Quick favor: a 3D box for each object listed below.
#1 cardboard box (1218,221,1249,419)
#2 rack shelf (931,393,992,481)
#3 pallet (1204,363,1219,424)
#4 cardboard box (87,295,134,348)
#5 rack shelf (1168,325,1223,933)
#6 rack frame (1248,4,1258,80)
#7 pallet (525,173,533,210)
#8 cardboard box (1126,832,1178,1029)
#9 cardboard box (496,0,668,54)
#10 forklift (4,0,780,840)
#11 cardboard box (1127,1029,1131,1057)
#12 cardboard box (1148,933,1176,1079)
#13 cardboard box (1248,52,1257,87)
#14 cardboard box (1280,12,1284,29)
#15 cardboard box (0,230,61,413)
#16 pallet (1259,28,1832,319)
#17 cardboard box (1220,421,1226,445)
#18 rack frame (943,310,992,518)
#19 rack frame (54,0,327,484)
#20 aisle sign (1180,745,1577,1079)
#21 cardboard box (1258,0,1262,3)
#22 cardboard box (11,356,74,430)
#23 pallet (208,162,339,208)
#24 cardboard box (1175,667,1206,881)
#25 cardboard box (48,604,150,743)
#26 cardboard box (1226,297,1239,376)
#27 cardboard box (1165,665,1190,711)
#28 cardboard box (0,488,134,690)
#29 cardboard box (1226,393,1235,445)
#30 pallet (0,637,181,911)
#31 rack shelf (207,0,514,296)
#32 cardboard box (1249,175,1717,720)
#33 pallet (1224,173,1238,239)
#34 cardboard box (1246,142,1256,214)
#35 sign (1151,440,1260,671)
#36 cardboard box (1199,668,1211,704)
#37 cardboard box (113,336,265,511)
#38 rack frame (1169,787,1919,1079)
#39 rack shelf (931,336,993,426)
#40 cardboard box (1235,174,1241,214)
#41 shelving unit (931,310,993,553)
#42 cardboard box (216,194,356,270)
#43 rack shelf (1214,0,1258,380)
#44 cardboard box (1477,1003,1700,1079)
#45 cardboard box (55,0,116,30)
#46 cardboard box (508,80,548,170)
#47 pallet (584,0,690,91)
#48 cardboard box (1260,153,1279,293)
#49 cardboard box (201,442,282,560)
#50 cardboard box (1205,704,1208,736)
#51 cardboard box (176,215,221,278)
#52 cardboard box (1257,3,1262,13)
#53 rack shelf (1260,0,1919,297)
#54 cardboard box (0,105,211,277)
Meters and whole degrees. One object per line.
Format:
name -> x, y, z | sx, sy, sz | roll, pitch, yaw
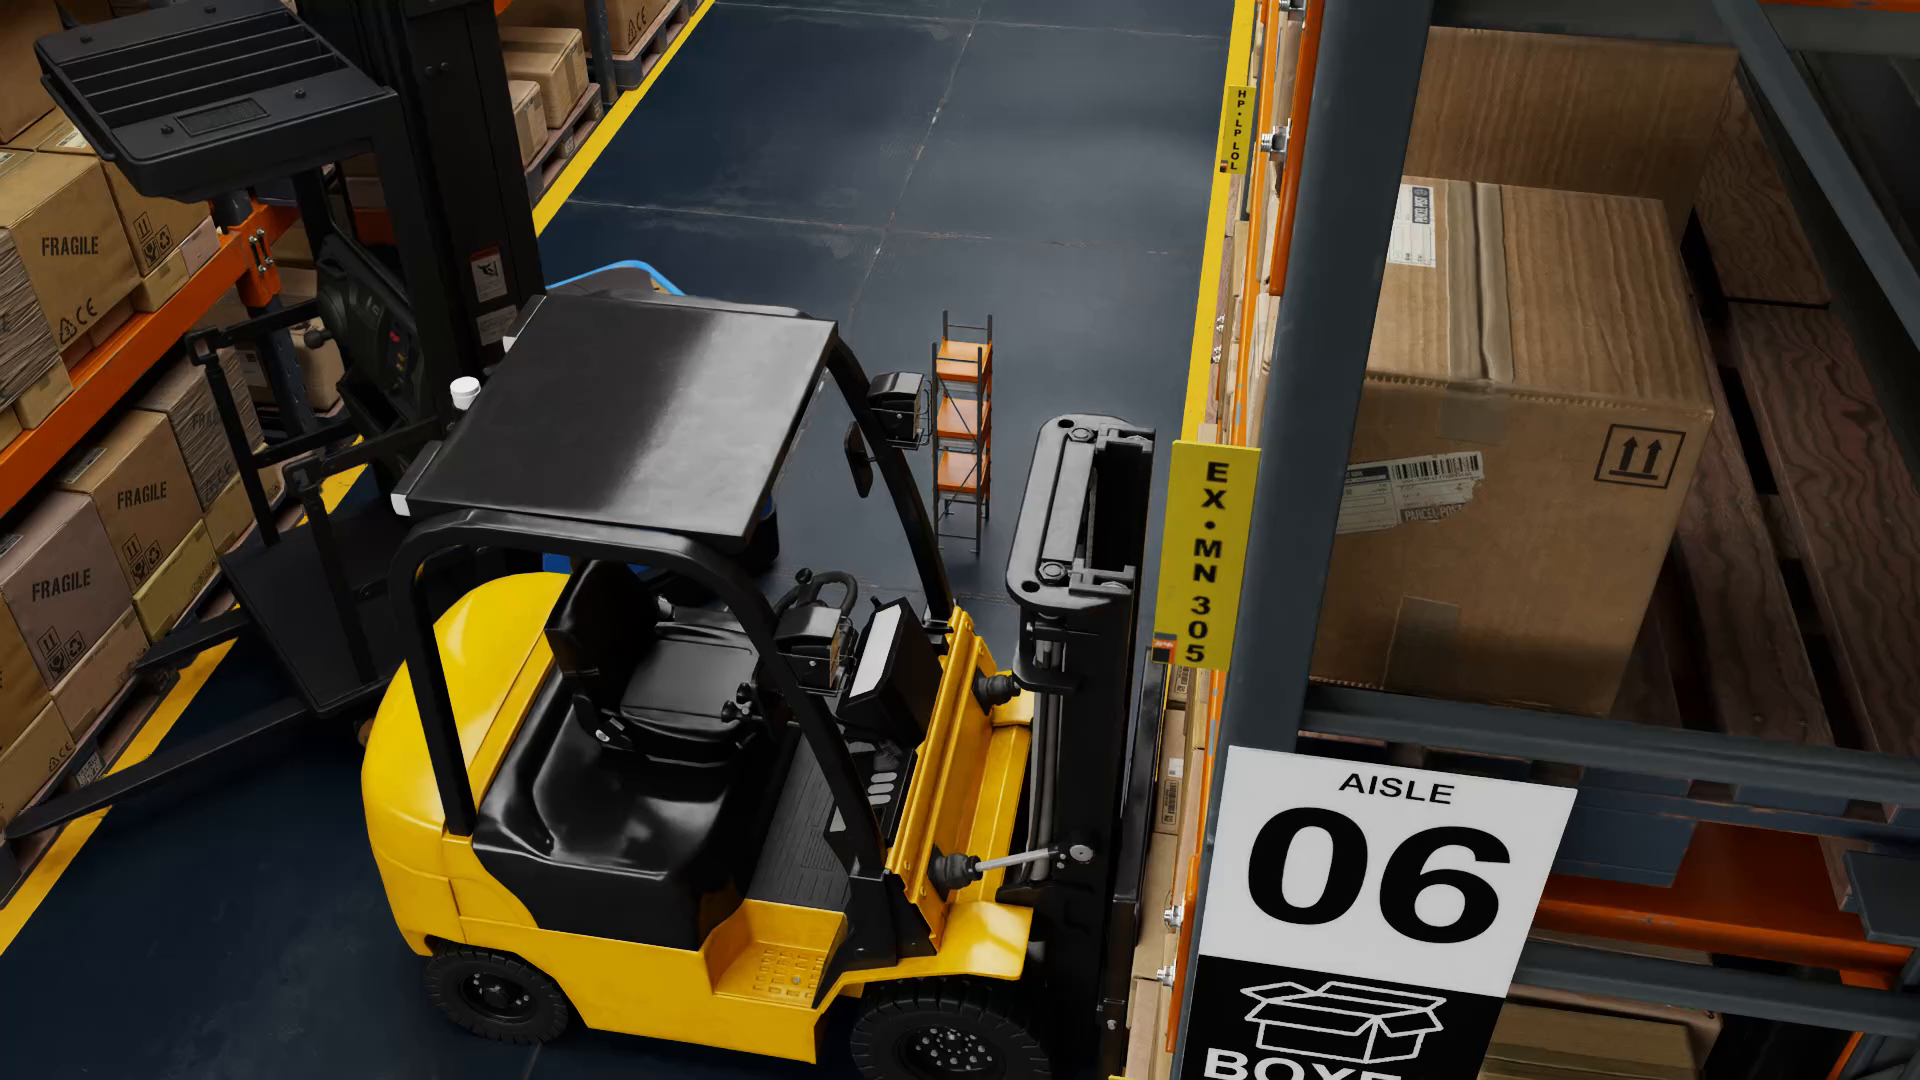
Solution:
cardboard box -> 1.168, -0.739, 5.712 | 0.500, 0.500, 0.500 | 5, 40, 6
rack shelf -> 0.009, -0.430, 6.963 | 0.215, 0.259, 0.240 | 6, 40, 8
pallet -> 1.591, -0.342, 7.498 | 1.003, 0.211, 1.213 | 6, 40, 8
cardboard box -> -3.301, -0.851, 6.122 | 0.380, 0.149, 0.250 | 7, 40, 8
rack shelf -> 1.156, 0.582, 4.757 | 1.077, 0.370, 4.000 | 6, 40, 8
rack frame -> 2.194, -3.461, 9.082 | 1.000, 3.000, 0.127 | 6, 40, 8
pallet -> -3.046, -1.677, 9.113 | 1.003, 0.211, 1.213 | 6, 40, 8
cardboard box -> 0.742, 1.110, 4.597 | 0.500, 0.250, 0.500 | 7, 40, 8
cardboard box -> -2.494, -3.773, 10.797 | 0.875, 0.875, 0.875 | 6, 40, 7
forklift -> -2.245, -0.693, 5.788 | 3.031, 2.935, 1.130 | -26, 46, -28
cardboard box -> 0.752, 1.285, 4.777 | 0.500, 0.250, 0.500 | 6, 40, 7
cardboard box -> 0.636, 1.184, 3.386 | 0.500, 0.500, 0.500 | 6, 40, 7
cardboard box -> 1.417, -1.745, 6.732 | 0.500, 0.250, 0.500 | 5, 40, 7
cardboard box -> 0.946, -1.357, 3.881 | 0.396, 0.266, 0.258 | 6, 40, 7
cardboard box -> -3.387, -0.692, 5.421 | 0.500, 0.500, 0.500 | 7, 40, 9
pallet -> 1.166, -0.771, 3.544 | 1.003, 0.211, 1.213 | 6, 40, 8
cardboard box -> 1.007, -0.093, 4.930 | 0.500, 0.500, 0.500 | 6, 40, 7
rack frame -> 0.030, -0.515, 7.049 | 0.200, 1.050, 0.008 | 6, 40, 8
rack frame -> -3.388, -1.495, 6.705 | 1.000, 3.000, 0.127 | 6, 40, 8
aisle sign -> 0.509, 0.567, 2.170 | 0.394, 0.787, 0.004 | 6, 40, 8
cardboard box -> 1.504, -2.458, 7.281 | 0.380, 0.149, 0.250 | 5, 40, 6
cardboard box -> -3.316, -0.525, 5.728 | 0.380, 0.149, 0.250 | 6, 40, 7
pallet -> -3.112, -1.885, 7.327 | 1.003, 0.211, 1.213 | 6, 40, 8
cardboard box -> 0.823, 0.537, 4.168 | 0.500, 0.500, 0.500 | 6, 40, 7
cardboard box -> -3.400, 0.457, 6.171 | 0.500, 0.250, 0.500 | 7, 40, 8
cardboard box -> 1.011, -0.592, 5.024 | 0.380, 0.149, 0.250 | 7, 40, 9
cardboard box -> 0.936, 0.464, 5.378 | 0.500, 0.250, 0.500 | 8, 40, 9
cardboard box -> -3.399, 0.154, 5.949 | 0.500, 0.500, 0.500 | 8, 40, 10
cardboard box -> 0.938, -0.268, 4.632 | 0.380, 0.149, 0.250 | 5, 40, 6
pallet -> -3.678, 0.773, 6.150 | 1.003, 0.211, 1.213 | 6, 40, 8
rack shelf -> -3.042, -2.473, 8.452 | 1.077, 0.370, 4.000 | 6, 40, 8
cardboard box -> 0.646, -0.140, 2.224 | 0.500, 0.500, 0.500 | 8, 40, 9
pallet -> 2.013, -1.874, 9.351 | 1.003, 0.211, 1.213 | 6, 40, 8
cardboard box -> 1.154, -1.186, 5.510 | 0.380, 0.149, 0.250 | 7, 40, 9
sign -> 0.278, 0.025, 1.879 | 0.100, 0.325, 0.005 | 6, 40, 8
cardboard box -> 0.747, 0.260, 3.761 | 0.380, 0.149, 0.250 | 7, 40, 9
cardboard box -> -3.226, -0.486, 6.723 | 0.500, 0.500, 0.500 | 6, 40, 7
rack frame -> 0.810, 1.560, 3.009 | 1.000, 3.000, 0.127 | 6, 40, 8
rack shelf -> 0.009, -0.649, 6.782 | 0.215, 0.259, 0.240 | 6, 40, 8
cardboard box -> 1.413, -1.554, 6.893 | 0.500, 0.250, 0.500 | 6, 40, 7
shelving unit -> 0.009, -0.438, 6.956 | 0.215, 1.050, 0.252 | 6, 40, 8
cardboard box -> -3.178, -1.426, 8.353 | 0.950, 0.372, 0.625 | 9, 40, 10
rack shelf -> 1.848, -1.928, 7.793 | 1.077, 0.370, 4.000 | 6, 40, 8
cardboard box -> 1.078, 0.970, 2.902 | 0.380, 0.149, 0.250 | 6, 40, 7
cardboard box -> -3.534, -2.126, 6.825 | 0.500, 0.500, 0.500 | 6, 40, 7
cardboard box -> -2.923, -2.337, 9.456 | 0.950, 0.372, 0.625 | 6, 40, 7
pallet -> -2.485, -3.418, 11.218 | 1.003, 0.211, 1.213 | 6, 40, 8
cardboard box -> 0.698, -0.457, 2.793 | 0.396, 0.266, 0.258 | 6, 40, 8
cardboard box -> -3.225, -0.197, 6.962 | 0.500, 0.250, 0.500 | 8, 40, 10
cardboard box -> 0.768, 0.376, 3.854 | 0.380, 0.149, 0.250 | 5, 40, 6
cardboard box -> -3.143, -1.163, 6.500 | 0.380, 0.149, 0.250 | 6, 40, 7
cardboard box -> 1.680, -2.704, 7.891 | 0.500, 0.250, 0.500 | 5, 40, 7
rack shelf -> 1.156, -1.576, 2.972 | 1.077, 0.370, 4.000 | 6, 40, 8
cardboard box -> -3.220, -1.342, 6.208 | 0.500, 0.500, 0.500 | 5, 40, 7
